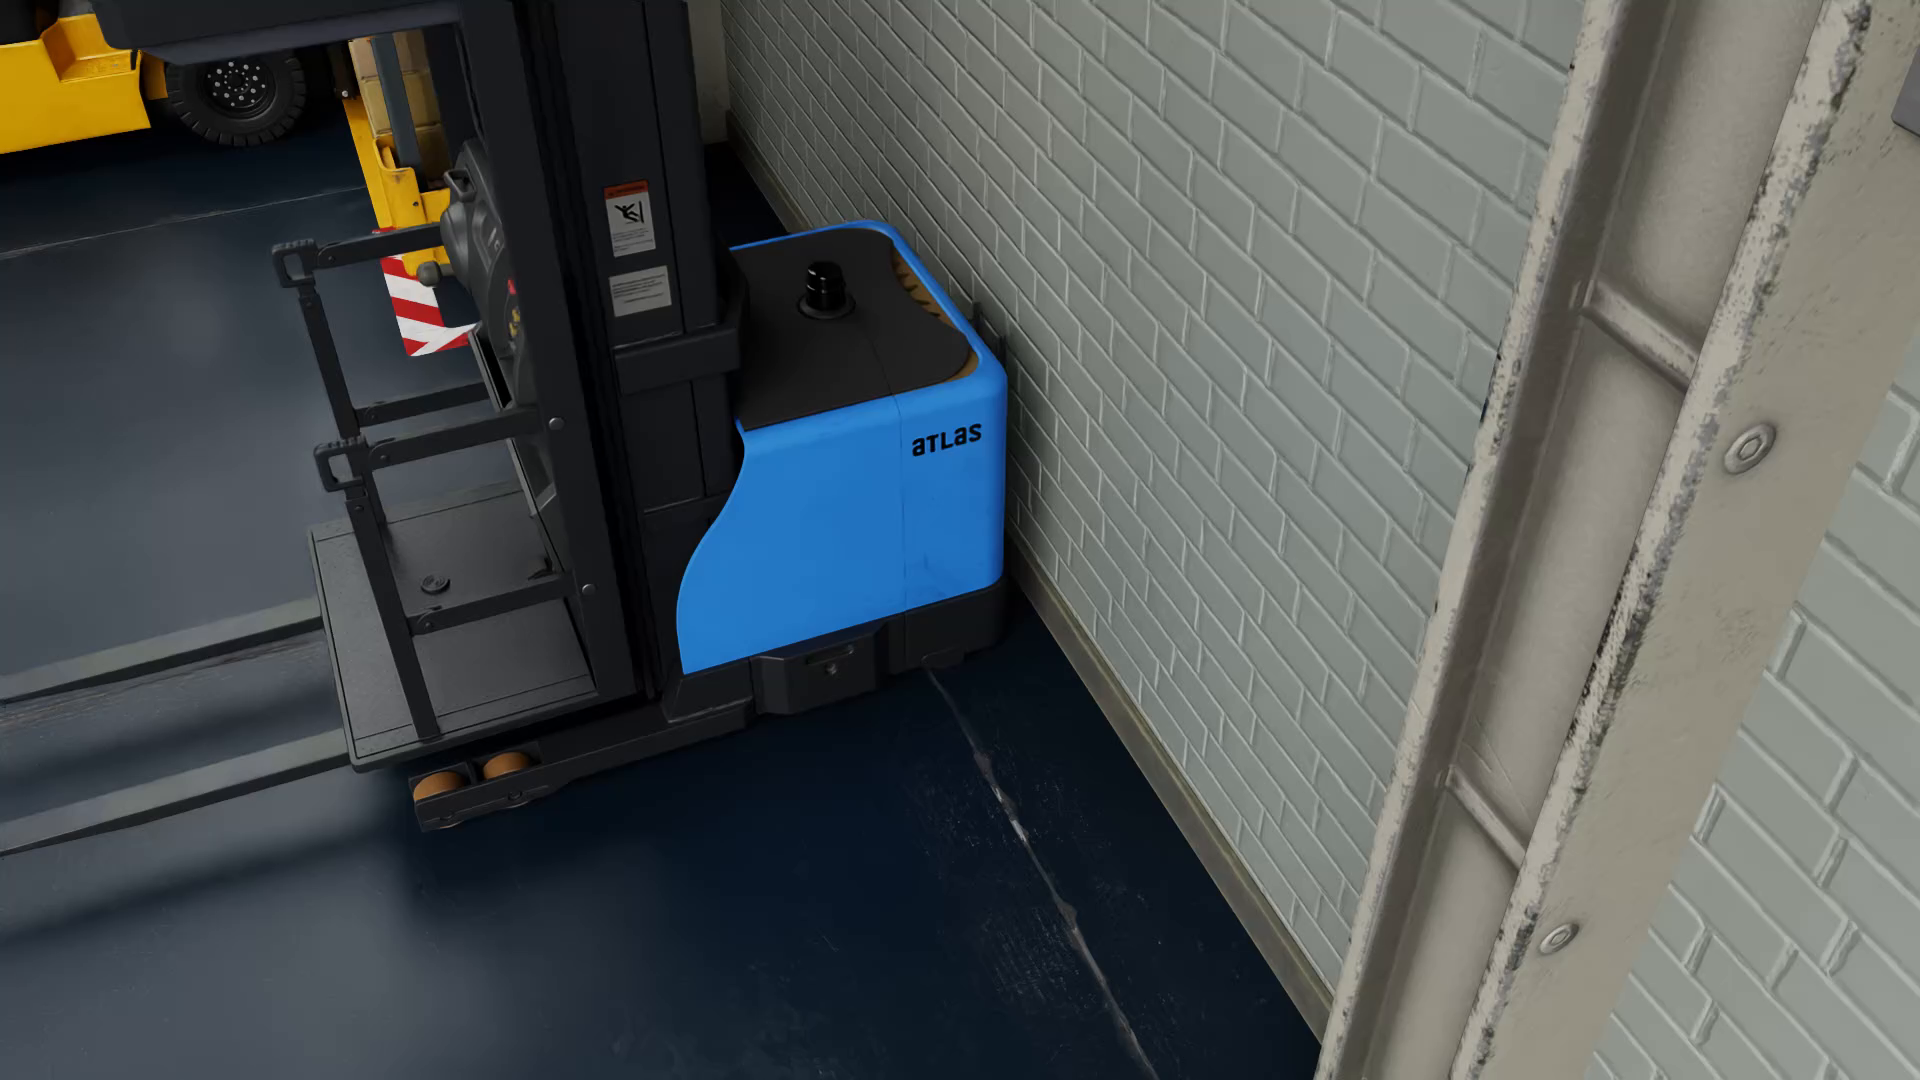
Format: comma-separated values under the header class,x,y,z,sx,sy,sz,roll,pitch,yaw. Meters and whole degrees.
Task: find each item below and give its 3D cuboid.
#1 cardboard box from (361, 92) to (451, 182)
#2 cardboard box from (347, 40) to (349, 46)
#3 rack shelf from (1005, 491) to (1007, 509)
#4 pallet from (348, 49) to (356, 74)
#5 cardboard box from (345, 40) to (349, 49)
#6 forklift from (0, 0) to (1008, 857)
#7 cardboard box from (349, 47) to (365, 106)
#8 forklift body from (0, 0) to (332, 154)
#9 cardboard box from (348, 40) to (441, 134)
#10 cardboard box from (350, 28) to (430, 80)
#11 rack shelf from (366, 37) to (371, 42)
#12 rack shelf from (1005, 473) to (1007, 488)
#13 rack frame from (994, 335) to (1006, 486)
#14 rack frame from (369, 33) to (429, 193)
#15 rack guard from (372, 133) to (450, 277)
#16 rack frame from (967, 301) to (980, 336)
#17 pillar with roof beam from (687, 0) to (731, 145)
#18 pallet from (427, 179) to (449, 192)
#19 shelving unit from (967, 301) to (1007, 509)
class,x,y,z,sx,sy,sz,roll,pitch,yaw
cardboard box,-2.336,-1.822,7.355,0.500,0.250,0.500,-15,43,-17
cardboard box,-2.701,-2.427,8.059,0.500,0.250,0.500,-15,43,-16
rack shelf,0.001,-0.161,5.576,0.258,0.077,0.200,-16,44,-16
pallet,-2.659,-2.628,8.644,1.003,0.211,1.213,-15,43,-17
cardboard box,-2.920,-2.735,8.416,0.500,0.250,0.500,-14,43,-16
forklift,-1.417,-0.675,4.287,3.031,2.935,1.130,-16,43,-17
cardboard box,-2.518,-2.124,7.706,0.500,0.250,0.500,-15,43,-17
forklift body,-4.276,-2.866,7.434,2.313,2.155,1.214,-15,43,-17
cardboard box,-2.340,-2.022,7.205,0.500,0.250,0.500,-16,43,-17
cardboard box,-2.329,-2.196,7.023,0.500,0.250,0.500,-14,43,-15
rack shelf,-2.630,-3.433,7.993,1.077,0.370,4.000,-15,43,-17
rack shelf,-0.001,-0.228,5.516,0.258,0.077,0.200,-16,44,-16
rack frame,0.036,-0.258,5.363,0.240,0.900,0.006,-16,44,-16
rack frame,-1.864,-2.501,6.358,1.000,3.000,0.127,-15,43,-17
rack guard,-1.855,-1.539,7.156,1.175,0.500,0.348,-15,43,-17
rack frame,-0.042,-0.382,5.505,0.240,0.900,0.006,-16,44,-16
pillar with roof beam,-5.276,-4.346,3.902,9.100,9.000,0.400,-15,43,-17
pallet,-2.196,-1.894,7.790,1.003,0.211,1.213,-15,43,-17
shelving unit,-0.003,-0.320,5.434,0.258,0.900,0.210,-16,44,-16
